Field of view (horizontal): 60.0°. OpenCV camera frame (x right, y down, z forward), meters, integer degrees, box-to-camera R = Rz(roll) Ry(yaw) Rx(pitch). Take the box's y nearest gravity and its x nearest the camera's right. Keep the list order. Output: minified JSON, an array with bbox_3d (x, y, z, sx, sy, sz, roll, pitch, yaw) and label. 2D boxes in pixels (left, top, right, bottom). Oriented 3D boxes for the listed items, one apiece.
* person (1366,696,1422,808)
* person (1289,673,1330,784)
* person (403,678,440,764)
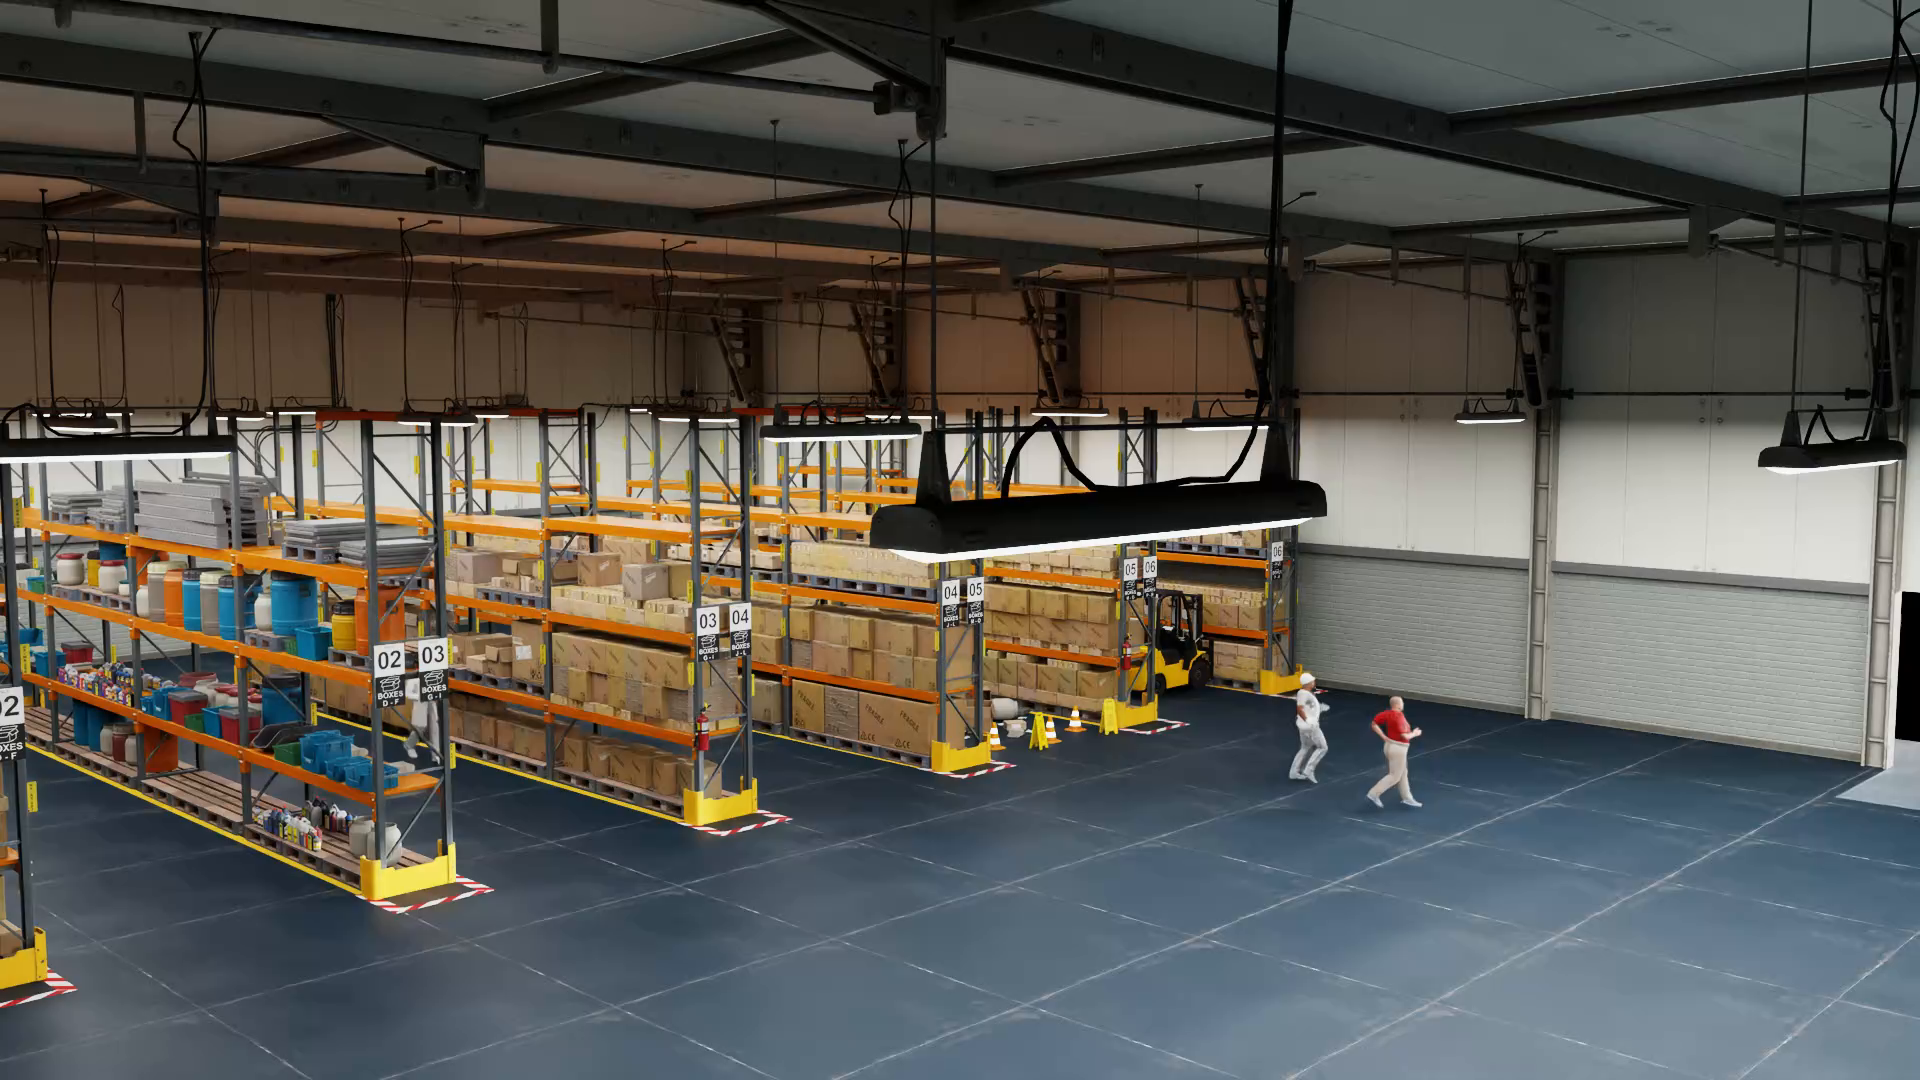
[{"bbox_3d":[6.593,3.223,25.171,0.966,1.740,0.659,-1,5,-11],"label":"person"},{"bbox_3d":[5.704,3.060,27.010,0.674,1.806,0.659,0,5,-4],"label":"person"},{"bbox_3d":[-9.114,2.905,28.304,1.082,1.763,0.714,4,6,37],"label":"person"}]
